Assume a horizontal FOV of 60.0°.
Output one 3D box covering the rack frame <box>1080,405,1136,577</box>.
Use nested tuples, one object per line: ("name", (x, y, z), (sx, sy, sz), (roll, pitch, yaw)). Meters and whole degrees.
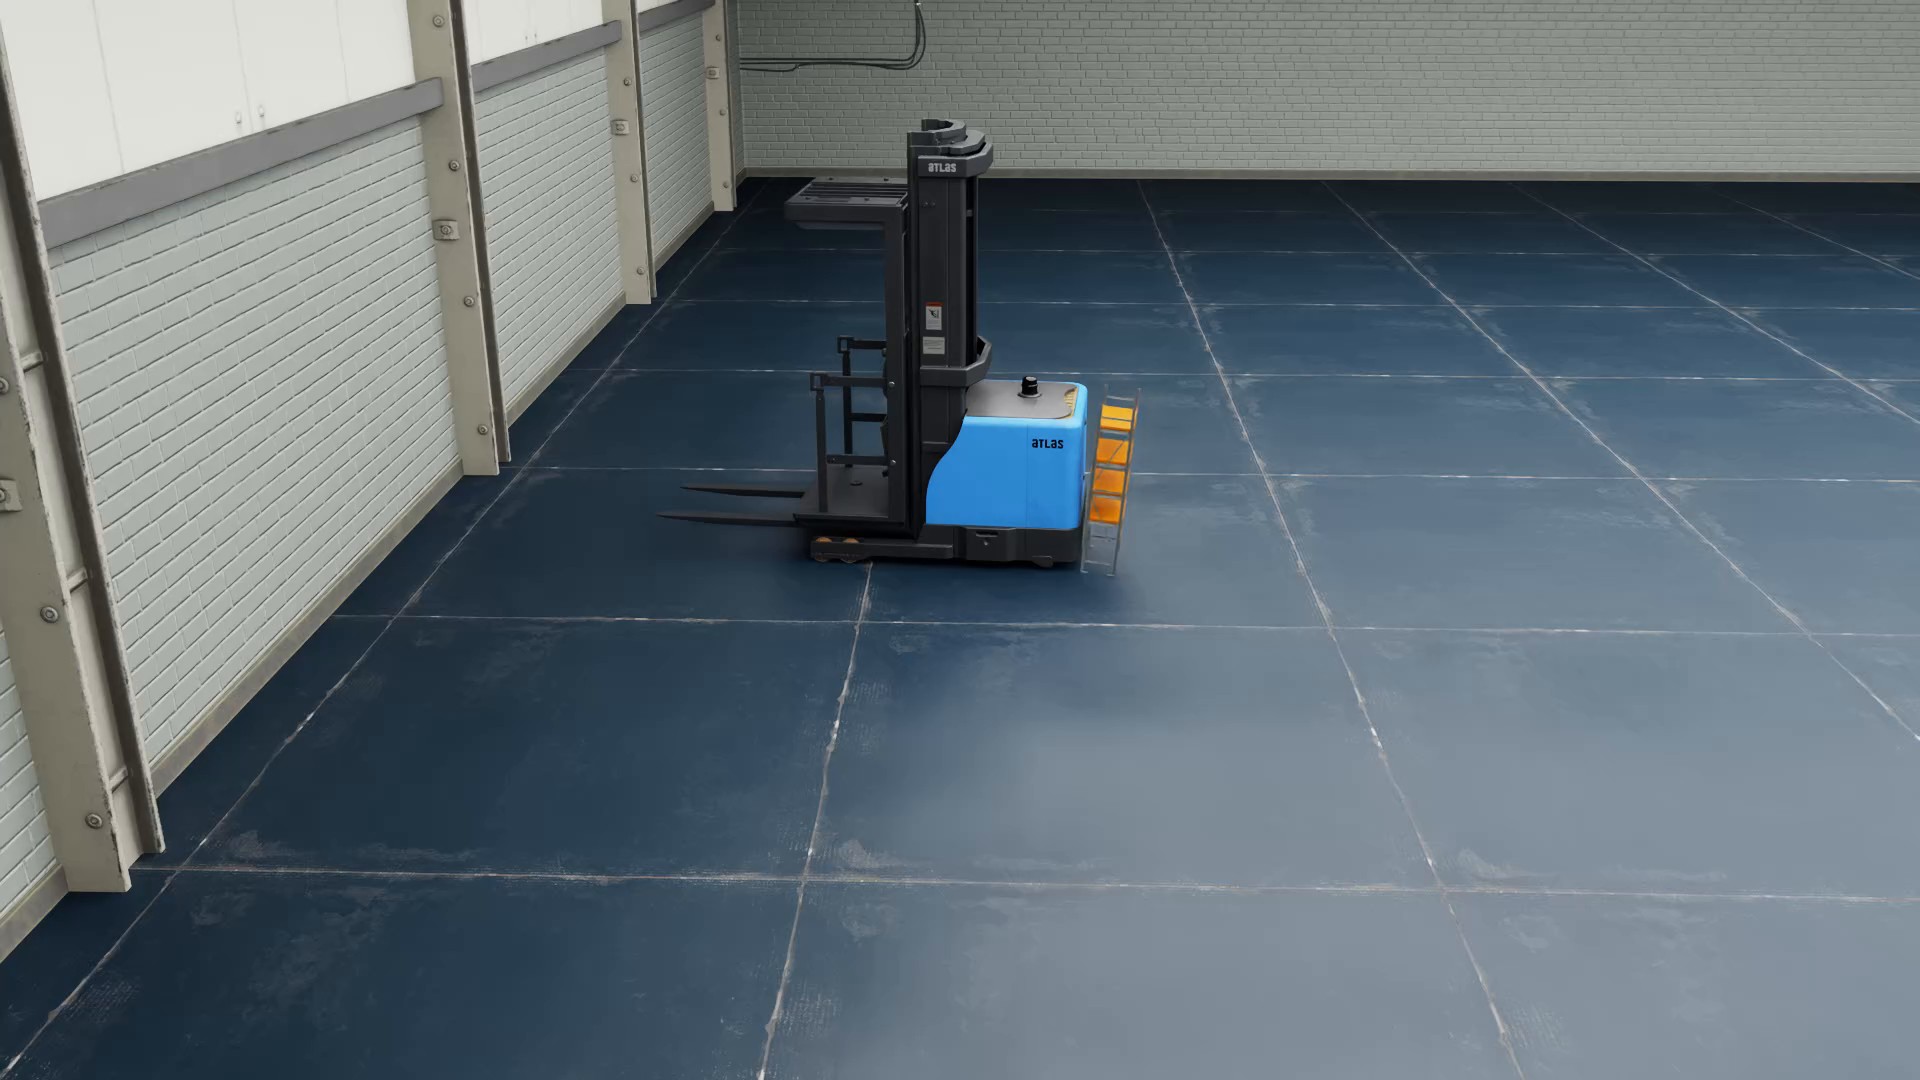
("rack frame", (0.990, -0.320, 11.168), (0.240, 1.200, 0.015), (8, 22, 6))

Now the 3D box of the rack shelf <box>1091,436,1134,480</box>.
("rack shelf", (1.040, -0.552, 11.335), (0.258, 0.148, 0.480), (8, 22, 6))

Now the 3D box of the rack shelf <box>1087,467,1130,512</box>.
("rack shelf", (1.022, -0.345, 11.418), (0.258, 0.148, 0.480), (8, 22, 6))

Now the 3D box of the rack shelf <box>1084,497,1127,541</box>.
("rack shelf", (1.006, -0.162, 11.492), (0.258, 0.148, 0.480), (8, 22, 6))

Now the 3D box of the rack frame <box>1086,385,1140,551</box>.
("rack frame", (1.065, -0.495, 11.618), (0.240, 1.200, 0.015), (8, 22, 6))

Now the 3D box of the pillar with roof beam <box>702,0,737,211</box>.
("pillar with roof beam", (0.799, -9.082, 22.995), (9.100, 9.000, 0.400), (1, 21, 2))

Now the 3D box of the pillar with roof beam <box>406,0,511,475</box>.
("pillar with roof beam", (0.434, -4.743, 11.813), (9.100, 9.000, 0.400), (1, 21, 2))

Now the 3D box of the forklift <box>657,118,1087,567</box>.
("forklift", (-0.625, -1.393, 11.567), (3.031, 2.935, 1.130), (2, 21, 6))

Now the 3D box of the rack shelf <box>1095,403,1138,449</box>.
("rack shelf", (1.059, -0.771, 11.247), (0.258, 0.148, 0.480), (8, 22, 6))

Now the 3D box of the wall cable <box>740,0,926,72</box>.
("wall cable", (-2.092, -8.732, 26.386), (3.097, 2.526, 0.112), (1, 21, 2))

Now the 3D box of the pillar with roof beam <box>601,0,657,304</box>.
("pillar with roof beam", (0.617, -6.912, 17.404), (9.100, 9.000, 0.400), (1, 21, 2))

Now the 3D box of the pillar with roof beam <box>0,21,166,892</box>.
("pillar with roof beam", (0.252, -2.574, 6.221), (9.100, 9.000, 0.400), (1, 21, 2))

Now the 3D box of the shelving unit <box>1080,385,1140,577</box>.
("shelving unit", (1.027, -0.407, 11.393), (0.258, 1.200, 0.503), (8, 22, 6))
